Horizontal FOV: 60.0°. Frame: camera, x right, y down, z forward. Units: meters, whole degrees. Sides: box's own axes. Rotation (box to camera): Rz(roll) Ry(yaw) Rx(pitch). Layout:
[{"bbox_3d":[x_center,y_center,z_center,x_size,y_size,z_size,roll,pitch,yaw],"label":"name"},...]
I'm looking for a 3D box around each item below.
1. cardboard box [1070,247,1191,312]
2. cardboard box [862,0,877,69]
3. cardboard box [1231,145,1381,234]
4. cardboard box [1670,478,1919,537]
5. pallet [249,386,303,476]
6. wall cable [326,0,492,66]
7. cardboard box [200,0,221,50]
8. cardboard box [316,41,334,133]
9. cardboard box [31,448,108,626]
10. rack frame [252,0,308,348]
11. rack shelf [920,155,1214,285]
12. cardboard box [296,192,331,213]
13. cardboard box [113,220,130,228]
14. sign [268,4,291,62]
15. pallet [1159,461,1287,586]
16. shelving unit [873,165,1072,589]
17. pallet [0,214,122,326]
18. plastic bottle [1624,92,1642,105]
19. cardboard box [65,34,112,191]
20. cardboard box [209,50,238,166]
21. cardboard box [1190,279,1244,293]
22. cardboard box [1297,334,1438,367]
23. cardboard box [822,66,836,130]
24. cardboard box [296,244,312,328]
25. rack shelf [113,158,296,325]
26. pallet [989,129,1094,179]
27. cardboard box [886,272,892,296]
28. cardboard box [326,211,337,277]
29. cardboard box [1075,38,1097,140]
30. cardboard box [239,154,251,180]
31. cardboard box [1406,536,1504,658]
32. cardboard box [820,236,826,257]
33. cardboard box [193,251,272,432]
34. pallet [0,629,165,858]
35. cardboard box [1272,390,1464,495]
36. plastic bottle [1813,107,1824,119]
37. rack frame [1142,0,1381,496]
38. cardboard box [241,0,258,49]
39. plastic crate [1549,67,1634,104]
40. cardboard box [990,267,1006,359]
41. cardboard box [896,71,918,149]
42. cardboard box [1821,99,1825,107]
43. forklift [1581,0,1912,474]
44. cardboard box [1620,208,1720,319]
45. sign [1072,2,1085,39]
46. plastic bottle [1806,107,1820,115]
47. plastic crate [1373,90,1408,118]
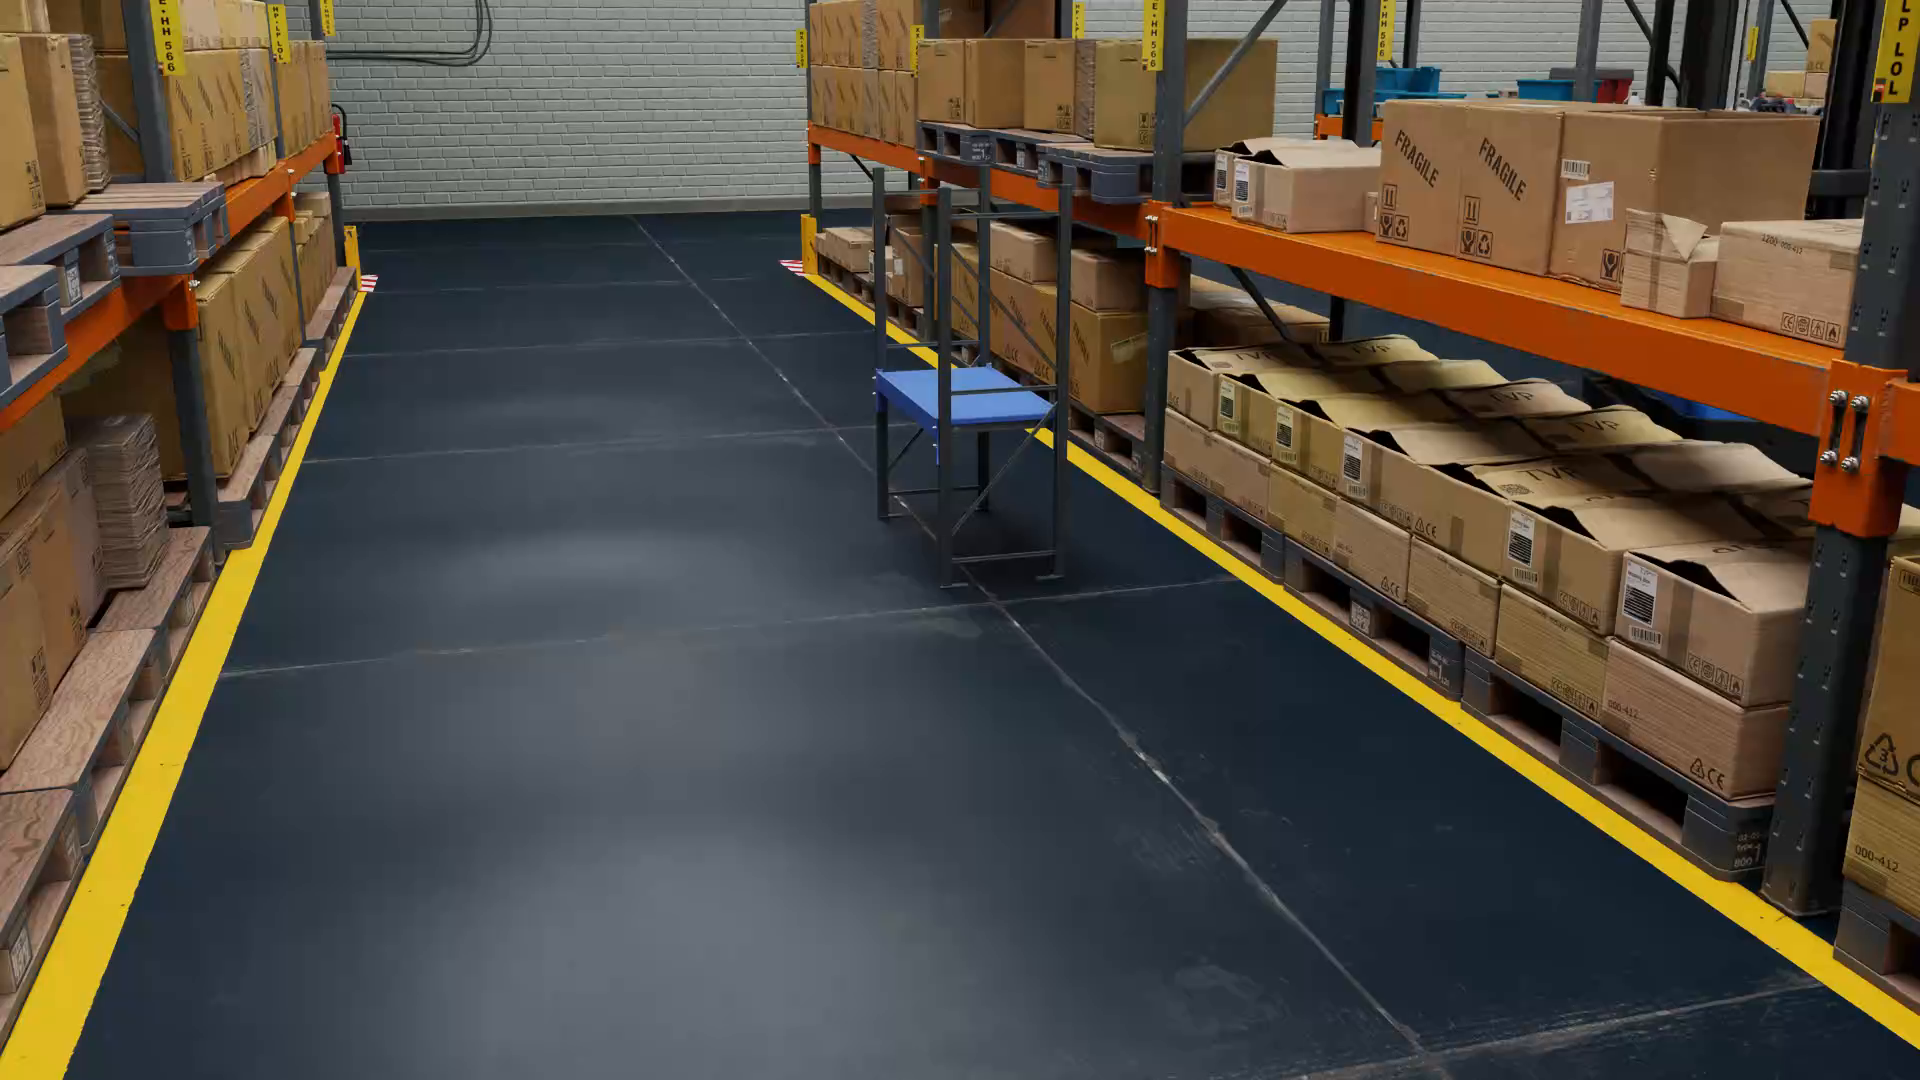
[{"bbox_3d":[0.843,-1.323,8.421,0.500,0.250,0.500,-4,17,-13],"label":"cardboard box"},{"bbox_3d":[-0.424,-3.729,12.240,0.500,0.500,0.500,-5,17,-15],"label":"cardboard box"},{"bbox_3d":[1.405,-1.390,6.520,0.500,0.311,0.500,-5,17,-16],"label":"cardboard box"},{"bbox_3d":[2.438,-0.015,4.862,0.500,0.311,0.500,-5,17,-16],"label":"cardboard box"},{"bbox_3d":[-3.893,-0.528,8.343,1.003,0.211,1.213,-5,17,-15],"label":"pallet"},{"bbox_3d":[-6.826,-6.494,18.328,3.097,2.526,0.112,-5,17,-15],"label":"wall cable"},{"bbox_3d":[-3.583,-2.294,7.347,0.500,0.250,0.500,-5,17,-15],"label":"cardboard box"},{"bbox_3d":[-5.466,-3.519,12.932,0.980,0.700,0.700,-4,17,-13],"label":"cardboard box"},{"bbox_3d":[-3.139,0.030,5.217,0.700,0.500,0.500,-5,17,-15],"label":"cardboard box"},{"bbox_3d":[-4.516,-2.409,9.758,1.000,3.000,0.127,-5,17,-15],"label":"rack frame"},{"bbox_3d":[0.795,-1.904,9.327,1.077,0.370,4.000,-5,17,-15],"label":"rack shelf"},{"bbox_3d":[-5.116,-2.623,12.959,0.380,0.149,0.250,-5,17,-16],"label":"cardboard box"},{"bbox_3d":[-3.285,-1.301,6.472,0.380,0.149,0.250,-5,17,-16],"label":"cardboard box"},{"bbox_3d":[-3.997,-2.971,9.755,0.100,0.325,0.005,-5,17,-15],"label":"sign"},{"bbox_3d":[1.534,-0.129,7.015,1.003,0.211,1.213,-5,17,-15],"label":"pallet"},{"bbox_3d":[0.023,-0.695,6.658,0.538,1.500,1.048,-5,17,-15],"label":"shelving unit"},{"bbox_3d":[-2.834,-0.667,4.290,1.003,0.211,1.213,-5,17,-15],"label":"pallet"},{"bbox_3d":[4.806,-3.035,11.926,0.144,0.351,0.185,-5,17,-15],"label":"plastic bottle"},{"bbox_3d":[-3.278,-1.432,5.567,0.700,0.500,0.500,-7,18,-22],"label":"cardboard box"},{"bbox_3d":[-3.575,-1.940,7.471,0.500,0.500,0.500,-5,17,-16],"label":"cardboard box"},{"bbox_3d":[1.212,-1.141,9.117,0.500,0.500,0.500,-5,17,-16],"label":"cardboard box"},{"bbox_3d":[1.726,-0.723,7.219,0.500,0.311,0.500,-4,17,-14],"label":"cardboard box"},{"bbox_3d":[-0.838,-3.670,13.783,0.500,0.500,0.500,-5,17,-16],"label":"cardboard box"},{"bbox_3d":[-4.623,-1.628,10.773,0.700,0.500,0.500,-4,17,-15],"label":"cardboard box"},{"bbox_3d":[-3.967,-1.511,8.020,1.077,0.370,4.000,-5,17,-15],"label":"rack shelf"},{"bbox_3d":[0.806,-2.141,9.199,1.003,0.211,1.213,-5,17,-15],"label":"pallet"},{"bbox_3d":[-0.344,-1.881,12.192,0.380,0.149,0.250,-5,17,-15],"label":"cardboard box"},{"bbox_3d":[-5.327,-2.334,13.123,0.700,0.500,0.500,-5,17,-15],"label":"cardboard box"},{"bbox_3d":[0.996,-2.378,8.750,0.700,0.500,0.500,-1,17,-5],"label":"cardboard box"},{"bbox_3d":[-3.899,-1.943,8.608,0.380,0.149,0.250,-5,17,-15],"label":"cardboard box"},{"bbox_3d":[1.773,0.153,5.277,0.500,0.250,0.500,-4,17,-14],"label":"cardboard box"},{"bbox_3d":[-1.000,-2.550,14.387,0.380,0.166,0.250,-5,17,-15],"label":"cardboard box"},{"bbox_3d":[-3.727,-0.931,7.844,0.750,0.750,0.750,-5,17,-16],"label":"cardboard box"},{"bbox_3d":[-2.872,0.586,4.635,1.003,0.211,1.213,-5,17,-15],"label":"pallet"},{"bbox_3d":[1.497,-0.394,6.125,0.500,0.311,0.500,-5,17,-17],"label":"cardboard box"},{"bbox_3d":[5.270,-2.504,10.160,0.144,0.351,0.185,-5,17,-15],"label":"plastic bottle"},{"bbox_3d":[1.345,-1.695,7.382,1.000,3.000,0.127,-5,17,-15],"label":"rack frame"},{"bbox_3d":[-4.011,-2.717,8.754,0.500,0.250,0.500,-4,17,-14],"label":"cardboard box"},{"bbox_3d":[5.005,-3.519,13.236,0.402,0.464,0.583,-5,17,-15],"label":"plastic crate"},{"bbox_3d":[0.432,-1.377,9.902,0.500,0.500,0.500,-4,17,-15],"label":"cardboard box"},{"bbox_3d":[-0.138,-2.968,11.444,0.500,0.500,0.500,-4,17,-14],"label":"cardboard box"},{"bbox_3d":[8.668,-4.232,16.264,0.380,0.149,0.250,-5,17,-16],"label":"cardboard box"},{"bbox_3d":[4.097,-2.080,8.783,1.130,2.935,3.031,2,17,7],"label":"forklift"},{"bbox_3d":[2.026,-0.753,4.479,0.396,0.266,0.258,-5,17,-17],"label":"cardboard box"},{"bbox_3d":[0.778,-3.401,11.048,0.100,0.325,0.005,-5,17,-15],"label":"sign"},{"bbox_3d":[5.704,-2.772,11.181,0.152,0.276,0.135,-5,17,-15],"label":"plastic bottle"},{"bbox_3d":[3.842,-3.971,15.144,0.416,0.233,0.300,-5,17,-15],"label":"plastic crate"}]
